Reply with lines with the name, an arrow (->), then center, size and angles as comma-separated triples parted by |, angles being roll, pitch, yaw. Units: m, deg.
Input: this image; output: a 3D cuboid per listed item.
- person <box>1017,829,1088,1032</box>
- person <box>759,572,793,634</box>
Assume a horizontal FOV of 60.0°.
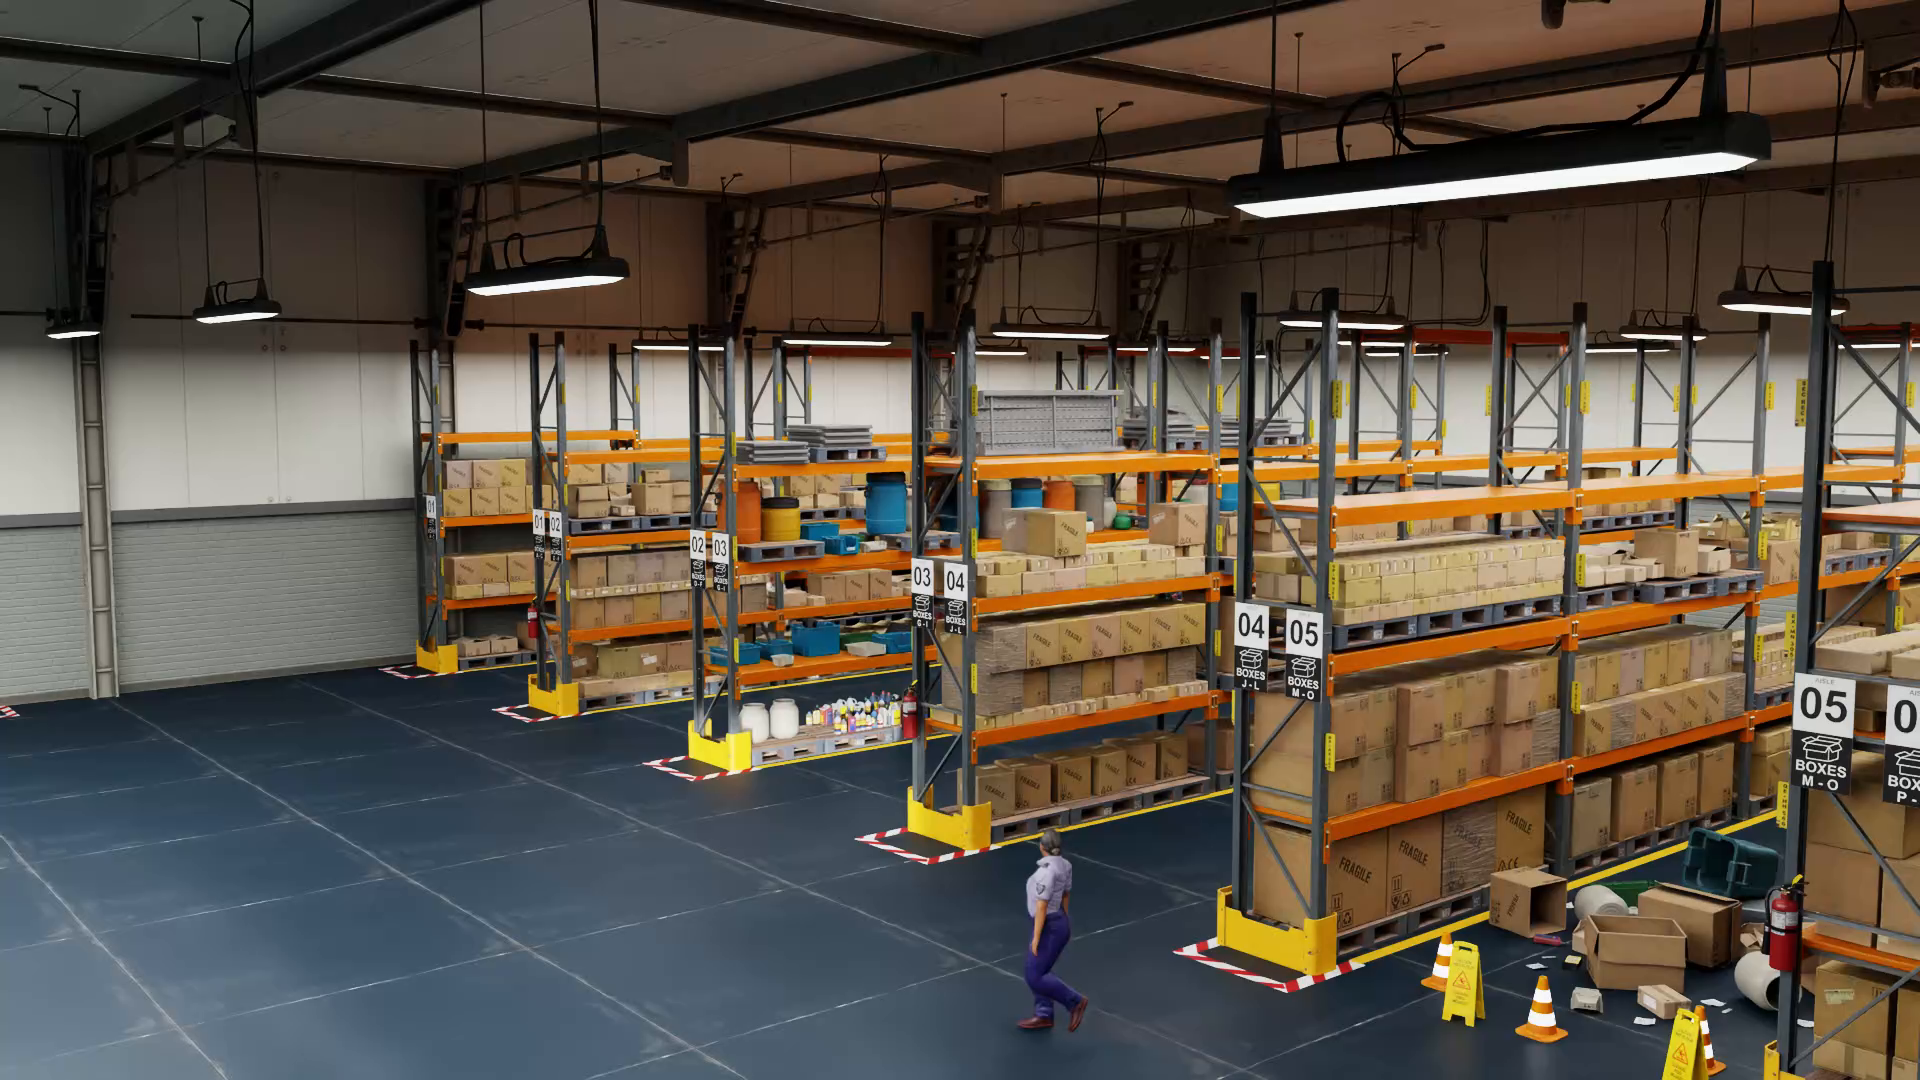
person -> 0.735, 3.120, 13.237 | 0.547, 1.623, 0.460 | 0, 5, -3
person -> -3.466, 1.486, 31.032 | 0.675, 1.724, 0.603 | 0, 5, 0
